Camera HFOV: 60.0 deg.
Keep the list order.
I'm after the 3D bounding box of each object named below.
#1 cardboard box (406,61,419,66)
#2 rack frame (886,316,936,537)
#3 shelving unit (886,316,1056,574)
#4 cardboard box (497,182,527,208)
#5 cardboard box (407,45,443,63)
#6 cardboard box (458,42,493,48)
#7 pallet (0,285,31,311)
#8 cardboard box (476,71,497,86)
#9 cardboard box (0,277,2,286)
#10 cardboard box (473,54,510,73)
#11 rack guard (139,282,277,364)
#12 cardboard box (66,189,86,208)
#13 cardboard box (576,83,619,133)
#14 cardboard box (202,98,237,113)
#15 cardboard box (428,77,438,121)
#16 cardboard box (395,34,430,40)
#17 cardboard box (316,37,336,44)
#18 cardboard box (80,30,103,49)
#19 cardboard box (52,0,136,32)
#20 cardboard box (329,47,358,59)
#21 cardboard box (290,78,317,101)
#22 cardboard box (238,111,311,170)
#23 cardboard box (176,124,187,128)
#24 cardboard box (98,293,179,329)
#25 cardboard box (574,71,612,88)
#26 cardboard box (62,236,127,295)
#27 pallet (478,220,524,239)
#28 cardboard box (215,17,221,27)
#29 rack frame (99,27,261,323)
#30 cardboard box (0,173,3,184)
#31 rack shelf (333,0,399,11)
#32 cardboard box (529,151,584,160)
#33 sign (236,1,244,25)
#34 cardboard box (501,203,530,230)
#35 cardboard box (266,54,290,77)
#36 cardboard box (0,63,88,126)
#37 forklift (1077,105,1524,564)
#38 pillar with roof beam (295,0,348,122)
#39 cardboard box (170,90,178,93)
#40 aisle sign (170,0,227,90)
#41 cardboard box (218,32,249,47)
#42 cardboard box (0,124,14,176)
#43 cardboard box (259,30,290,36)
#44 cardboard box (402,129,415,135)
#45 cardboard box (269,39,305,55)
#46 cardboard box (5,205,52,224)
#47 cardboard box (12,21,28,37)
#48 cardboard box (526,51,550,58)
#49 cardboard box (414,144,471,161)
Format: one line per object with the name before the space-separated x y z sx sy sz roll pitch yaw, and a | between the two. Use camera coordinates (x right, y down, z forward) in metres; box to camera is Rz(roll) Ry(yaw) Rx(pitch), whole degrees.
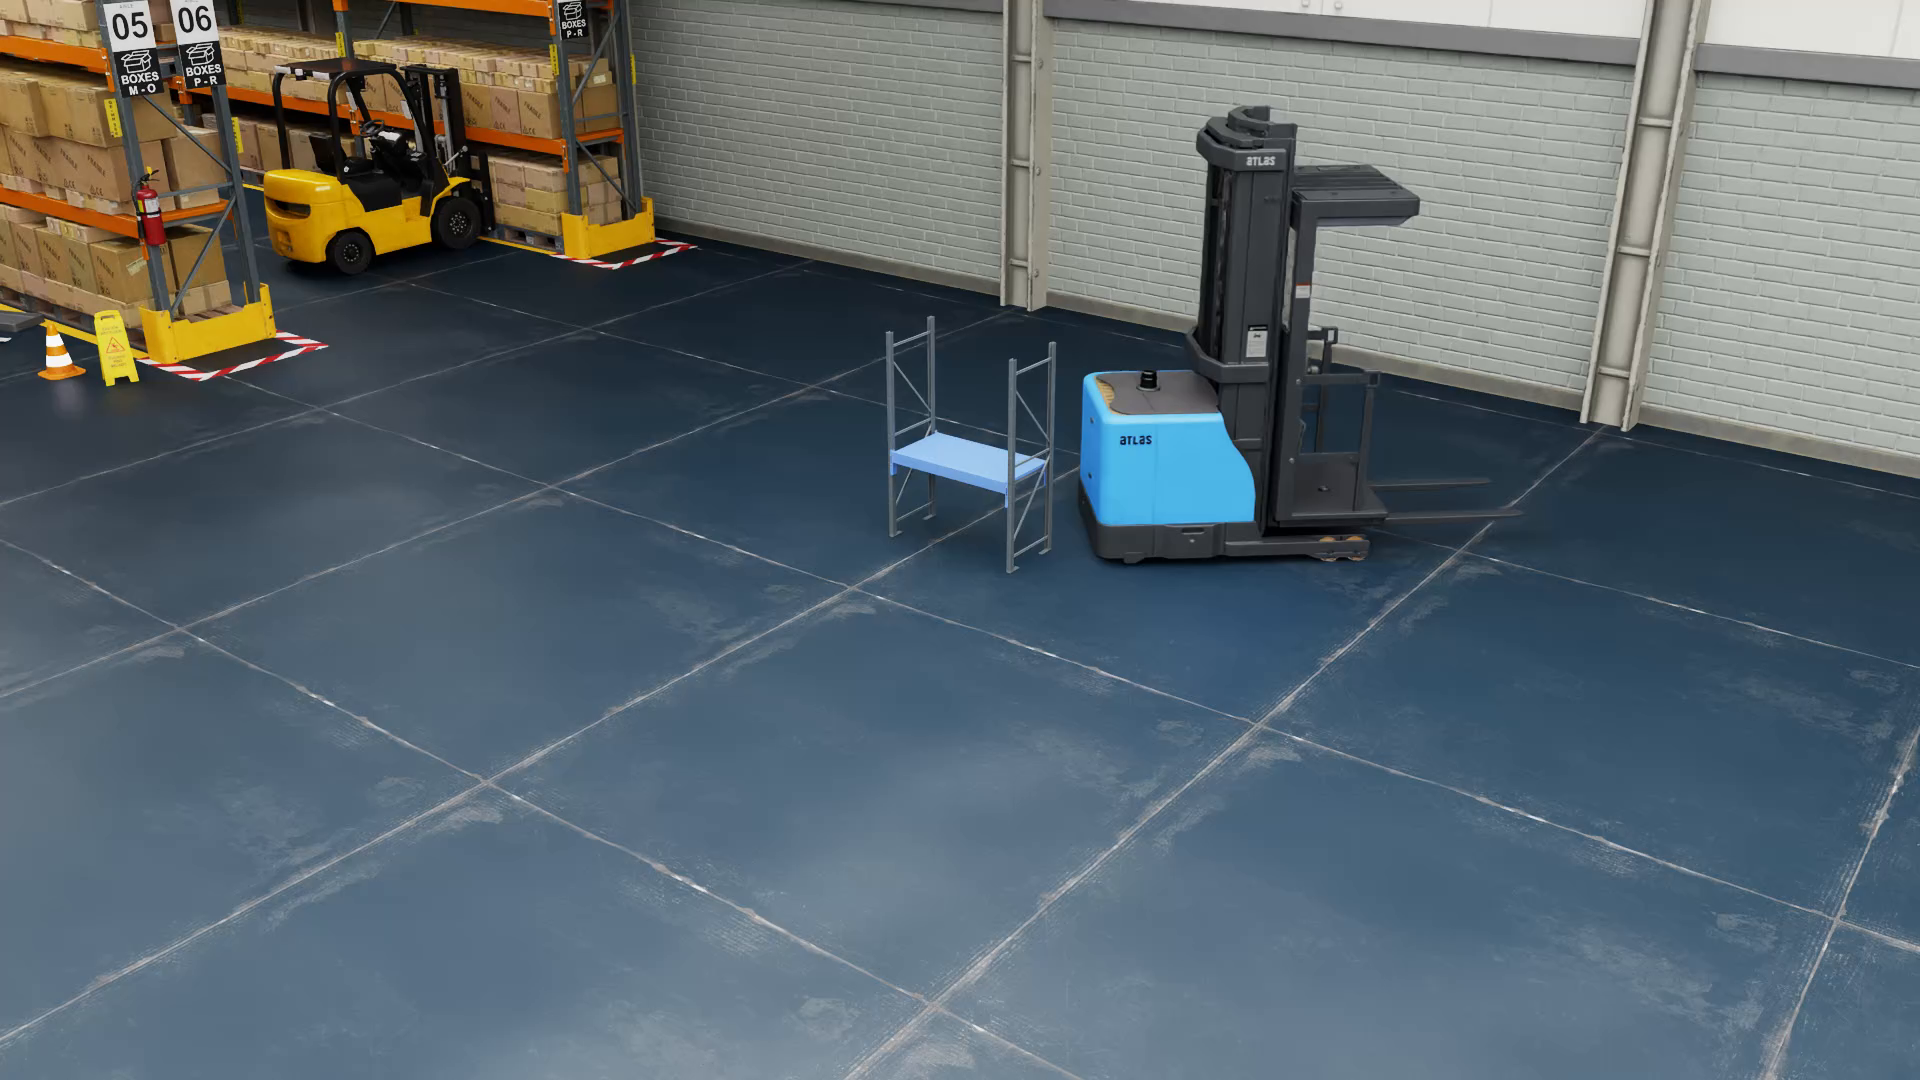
cardboard box | -6.428 -5.695 20.026 0.250 0.149 0.380 16 29 33
rack frame | -0.339 -0.789 11.680 0.032 1.500 0.500 17 29 33
shelving unit | 0.068 -0.666 11.401 1.048 1.500 0.538 17 29 33
cardboard box | -5.092 -4.115 19.638 0.500 0.250 0.500 16 29 33
cardboard box | -6.403 -5.841 19.990 0.250 0.149 0.380 16 29 32
cardboard box | -5.879 -5.957 20.252 0.250 0.149 0.380 16 29 33
pallet | -9.736 -2.748 17.726 1.213 0.211 1.003 17 29 33
cardboard box | -5.392 -5.394 19.344 0.250 0.149 0.380 16 28 32
cardboard box | -9.985 -2.880 17.455 0.500 0.250 0.500 15 28 31
cardboard box | -5.404 -5.523 19.268 0.250 0.149 0.380 18 29 35
rack guard | -7.155 -2.083 15.857 0.348 0.500 1.175 17 29 33
cardboard box | -8.207 -3.261 15.744 0.250 0.149 0.380 17 29 34
cardboard box | -4.350 -5.066 19.403 0.500 0.500 0.500 18 29 35
cardboard box | -10.752 -6.317 24.141 0.250 0.149 0.380 19 30 36
cardboard box | -6.290 -5.389 20.137 0.500 0.500 0.500 16 29 33
cardboard box | -6.884 -6.277 20.978 0.250 0.149 0.380 17 29 33
cardboard box | -8.257 -6.541 21.946 0.250 0.149 0.380 17 29 33
cardboard box | -7.547 -4.462 14.748 0.250 0.149 0.380 17 29 34
cardboard box | -7.665 -4.685 14.760 0.500 0.250 0.500 16 29 33
cardboard box | -7.727 -6.131 21.017 0.250 0.149 0.380 18 29 35
cardboard box | -8.287 -5.866 21.530 0.500 0.250 0.500 17 29 33
cardboard box | -9.503 -5.540 23.027 0.625 0.625 0.875 18 29 35
cardboard box | -7.723 -3.718 15.976 0.500 0.500 0.500 18 29 35
cardboard box | -7.921 -2.256 16.041 0.500 0.250 0.500 17 29 33
cardboard box | -4.236 -5.319 19.173 0.250 0.149 0.380 16 28 32
cardboard box | -8.311 -2.720 16.162 0.500 0.500 0.500 18 30 35
pallet | -5.729 -4.001 20.569 1.213 0.211 1.003 17 29 33
cardboard box | -10.840 -7.158 23.631 0.500 0.500 0.500 18 30 36
rack frame | -7.094 -3.208 15.311 0.127 3.000 1.000 17 29 33
cardboard box | -9.362 -3.657 16.640 0.250 0.149 0.380 17 29 33
rack shelf | -8.921 -7.305 21.781 4.000 0.370 1.077 17 29 33
cardboard box | -4.793 -4.499 19.890 0.500 0.250 0.500 17 29 33
sign | -10.191 -7.455 23.513 0.005 0.325 0.100 17 29 33
cardboard box | -5.078 -3.879 19.724 0.500 0.250 0.500 17 29 33
cardboard box | -8.689 -6.222 21.717 0.500 0.250 0.500 17 29 34
cardboard box | -8.820 -4.281 16.013 0.500 0.500 0.700 17 29 33
forklift | 2.401 -1.403 11.299 3.031 2.935 1.130 -2 24 -4
pillar with roof beam | -11.520 -8.077 18.921 0.400 9.000 9.100 17 29 33
cardboard box | -11.819 -6.612 24.812 0.250 0.149 0.380 17 29 34
aisle sign | -6.859 -4.483 14.980 0.004 0.787 0.394 17 29 33
cardboard box | -9.791 -6.738 22.395 0.250 0.149 0.380 17 29 34
cardboard box | -9.300 -3.921 16.437 0.500 0.500 0.500 17 29 33
cardboard box | -9.292 -6.840 22.625 0.250 0.149 0.380 17 29 33
cardboard box | -6.811 -5.113 21.283 0.500 0.250 0.500 17 29 34
cardboard box | -8.768 -6.431 21.697 0.250 0.149 0.380 17 29 34
cardboard box | -9.291 -3.282 16.634 0.250 0.149 0.380 19 30 36
cardboard box | -8.555 -4.781 15.471 0.250 0.149 0.380 16 28 32
cardboard box | -4.859 -5.637 19.527 0.250 0.149 0.380 17 29 34
cardboard box | -6.314 -4.707 20.363 0.500 0.250 0.500 18 29 35
